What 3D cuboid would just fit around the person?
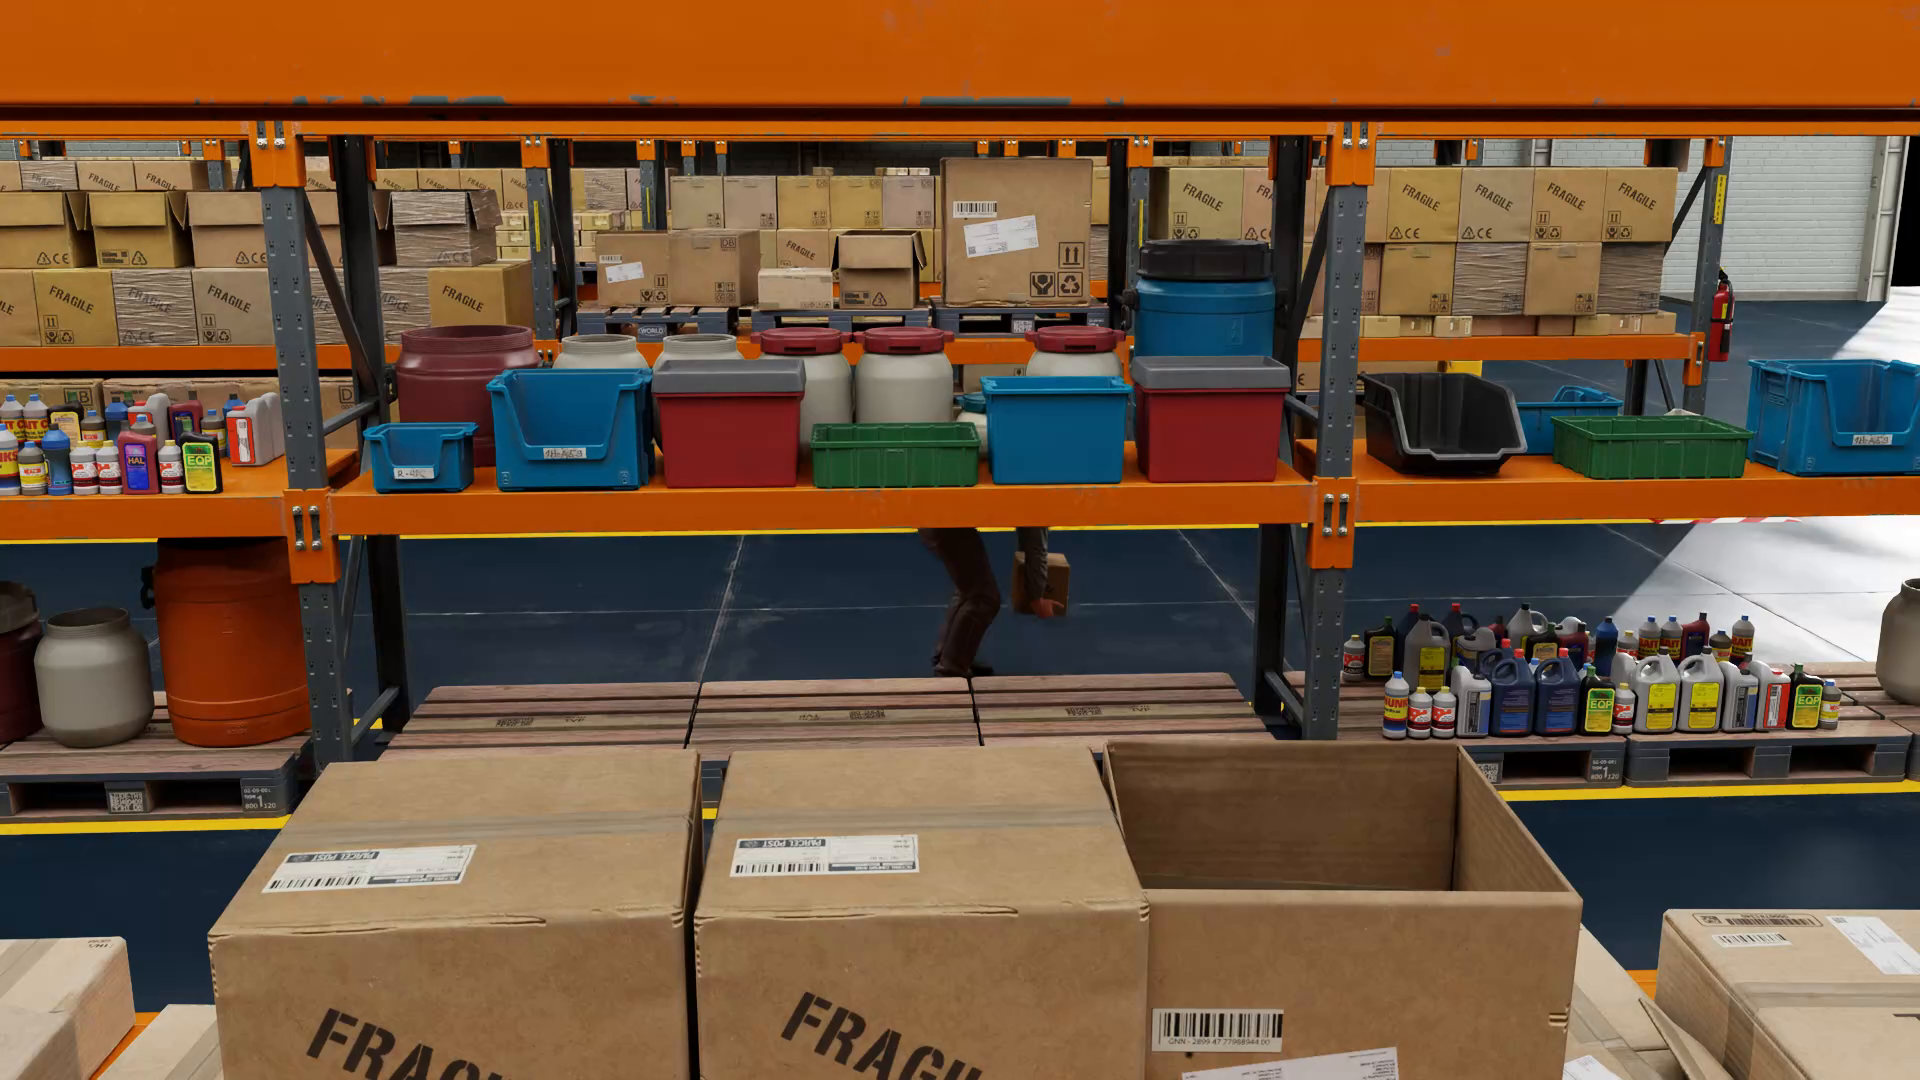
[{"bbox_3d":[0.238,0.139,8.152,0.948,1.171,0.459,-1,13,-5],"label":"person"}]
